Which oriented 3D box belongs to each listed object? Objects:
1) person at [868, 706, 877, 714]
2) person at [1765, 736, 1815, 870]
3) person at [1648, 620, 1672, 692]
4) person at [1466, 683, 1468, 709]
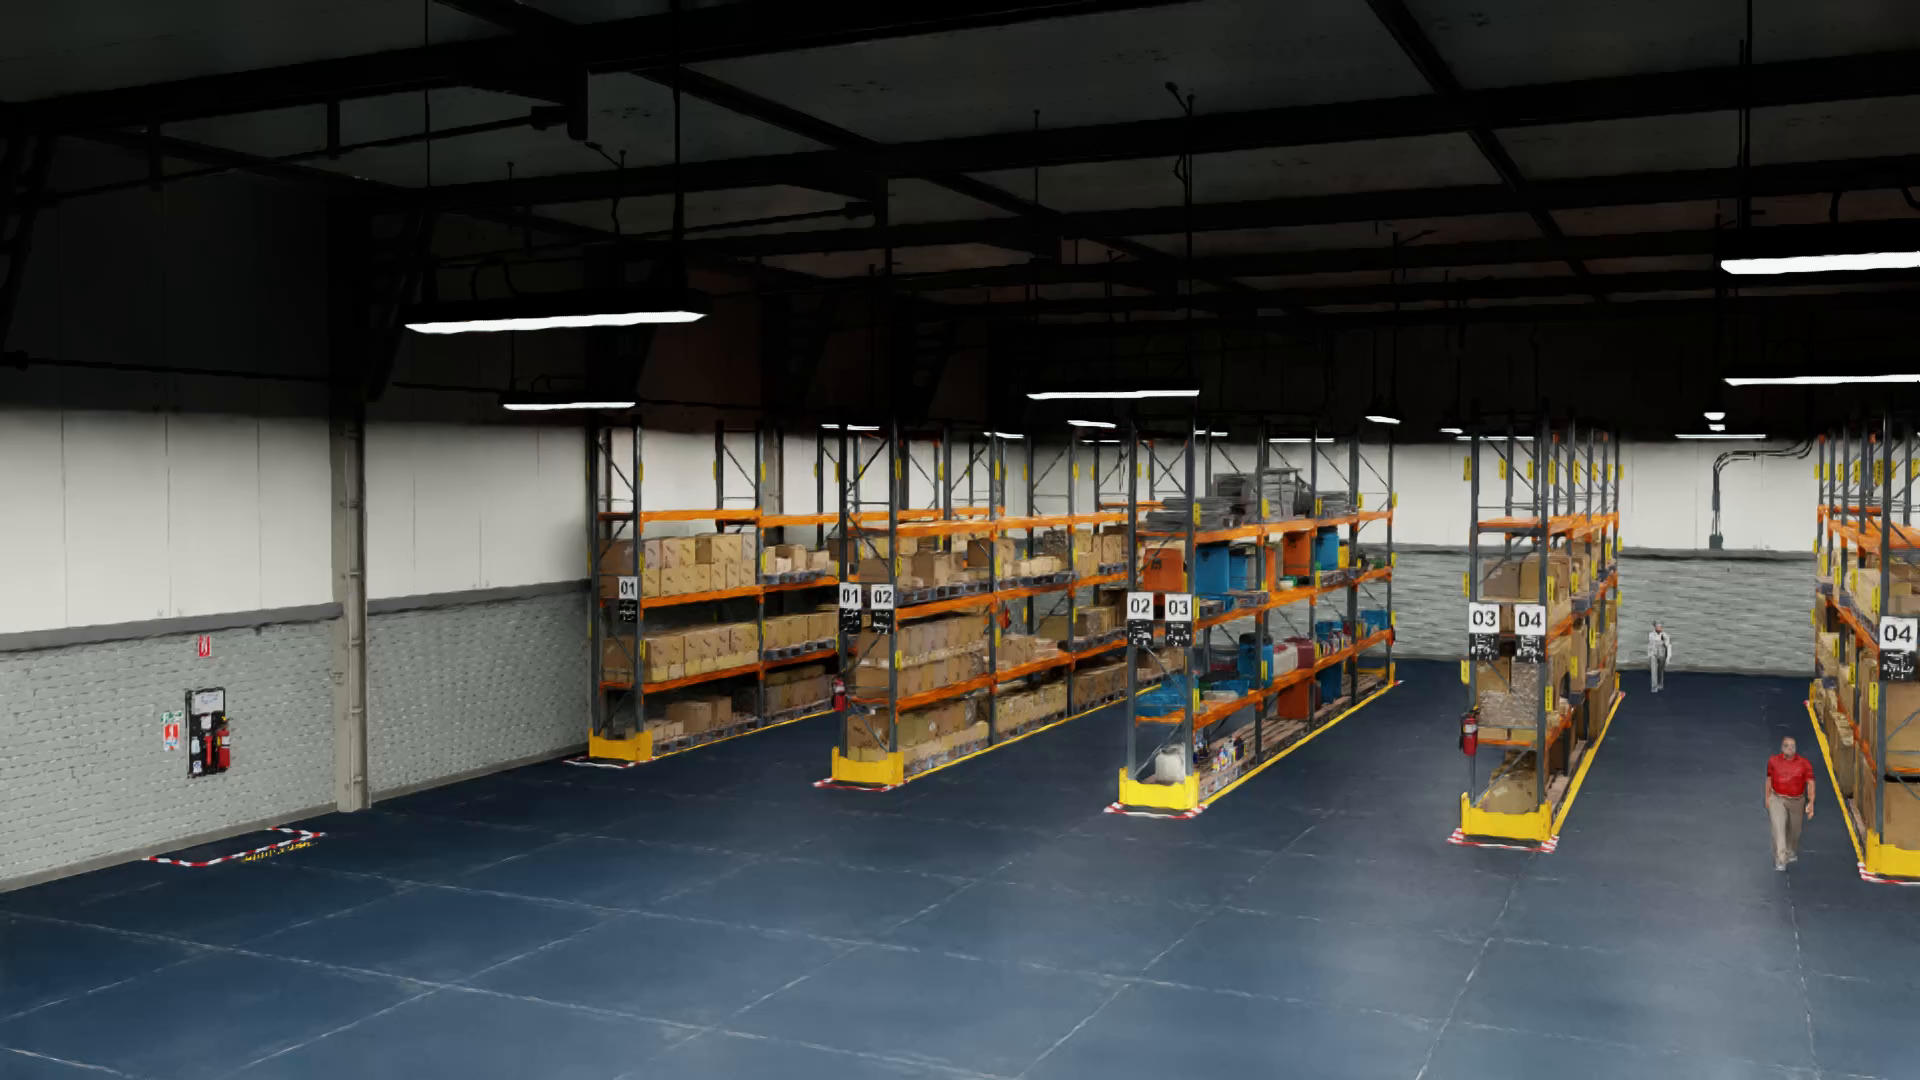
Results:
[{"bbox_3d":[-1.813,2.820,33.313,0.491,1.598,1.000,1,2,16],"label":"person"},{"bbox_3d":[10.467,3.296,20.967,0.554,1.669,1.040,1,3,24],"label":"person"},{"bbox_3d":[15.927,2.624,37.865,0.502,1.624,0.989,1,3,24],"label":"person"},{"bbox_3d":[10.083,2.868,32.270,0.578,1.629,0.532,1,3,23],"label":"person"}]
